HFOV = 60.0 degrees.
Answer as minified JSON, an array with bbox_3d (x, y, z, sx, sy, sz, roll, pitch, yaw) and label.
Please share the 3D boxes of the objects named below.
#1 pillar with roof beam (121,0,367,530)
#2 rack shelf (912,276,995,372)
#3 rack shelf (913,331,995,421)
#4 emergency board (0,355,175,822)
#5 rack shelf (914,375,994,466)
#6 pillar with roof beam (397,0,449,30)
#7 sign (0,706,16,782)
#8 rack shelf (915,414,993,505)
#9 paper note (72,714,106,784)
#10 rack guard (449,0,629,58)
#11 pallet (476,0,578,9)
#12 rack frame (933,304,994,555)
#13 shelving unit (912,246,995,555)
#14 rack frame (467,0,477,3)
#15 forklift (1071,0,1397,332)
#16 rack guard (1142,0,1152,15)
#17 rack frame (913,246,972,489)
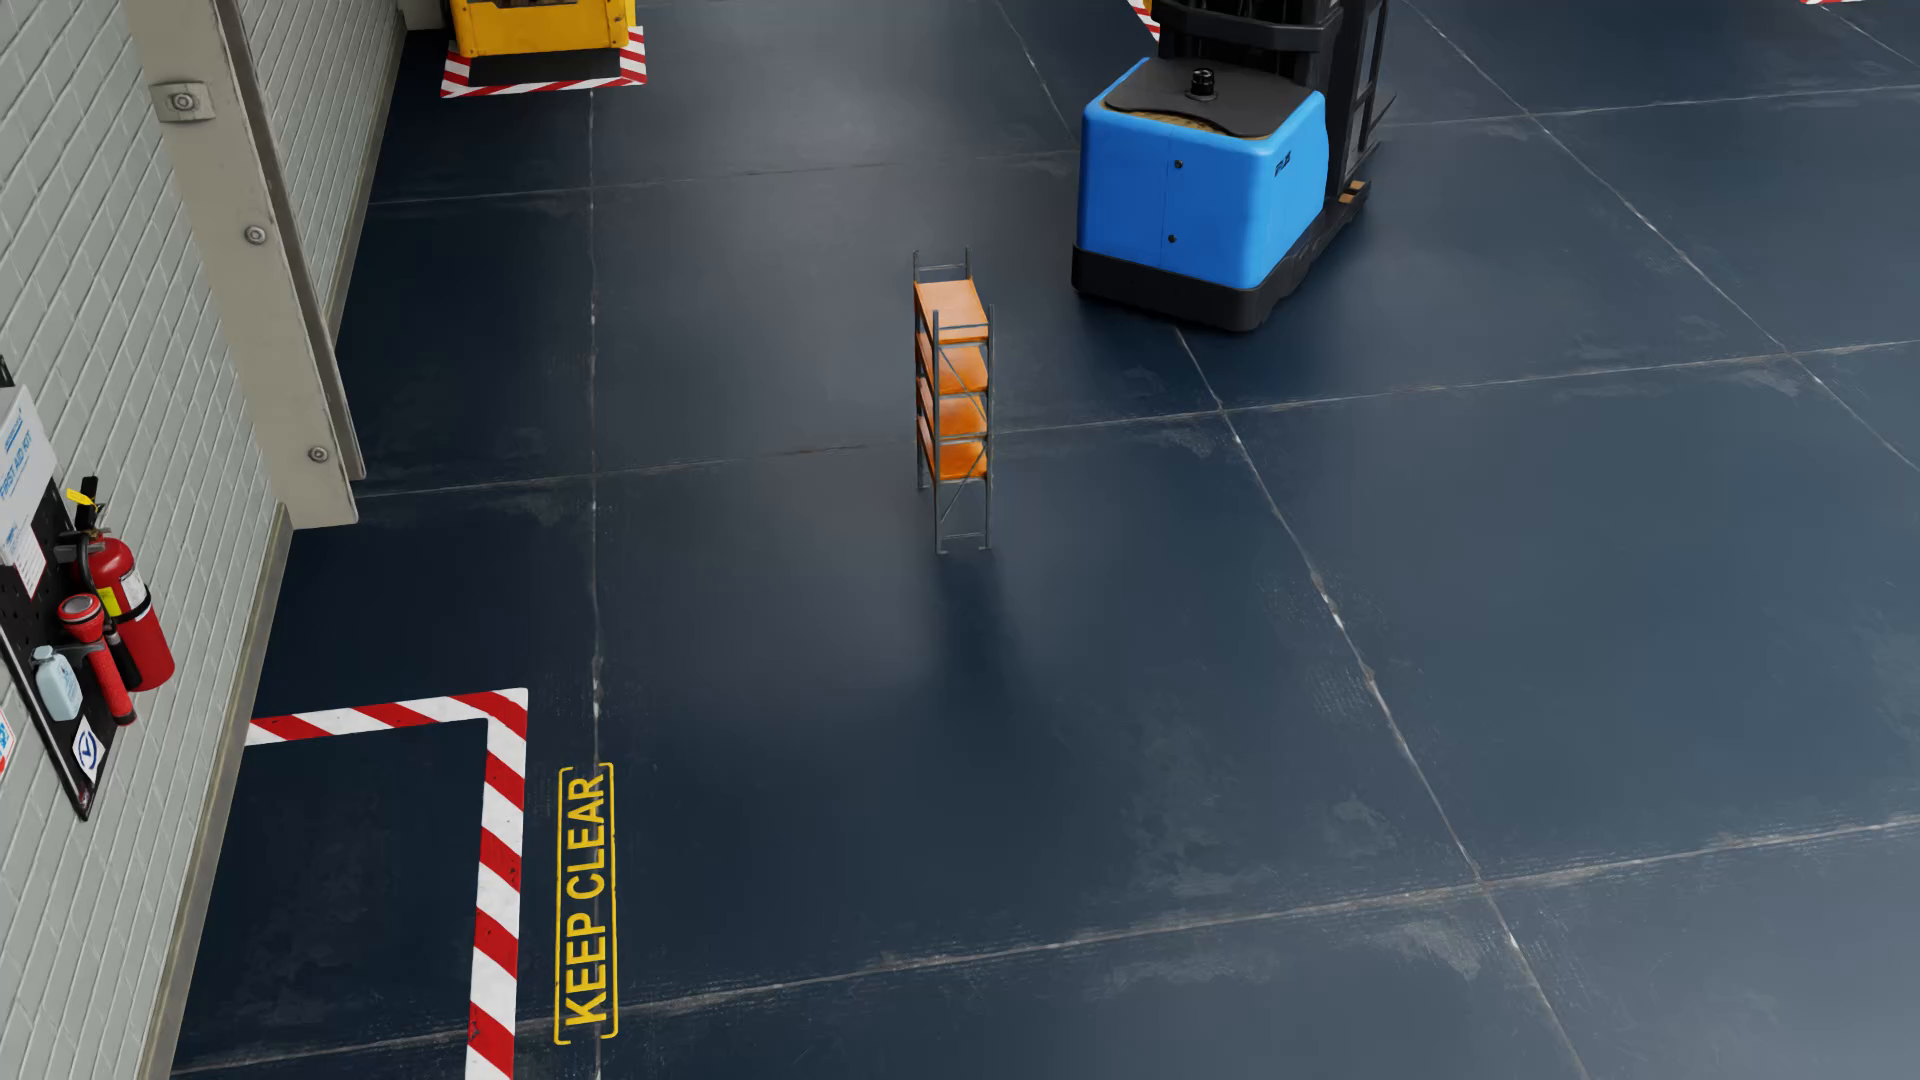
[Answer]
[{"bbox_3d":[1.390,-4.194,5.314,9.100,9.000,0.400,-6,38,-8],"label":"pillar with roof beam"},{"bbox_3d":[-0.029,-0.884,6.770,0.258,0.148,0.480,-6,38,-8],"label":"rack shelf"},{"bbox_3d":[-0.029,-0.697,6.915,0.258,0.148,0.480,-6,38,-8],"label":"rack shelf"},{"bbox_3d":[-2.453,0.135,4.632,0.194,1.169,0.643,-6,38,-8],"label":"emergency board"},{"bbox_3d":[-0.029,-0.521,7.052,0.258,0.148,0.480,-6,38,-8],"label":"rack shelf"},{"bbox_3d":[0.338,-7.818,9.979,9.100,9.000,0.400,-6,38,-8],"label":"pillar with roof beam"},{"bbox_3d":[-2.458,0.466,4.177,0.001,0.329,0.234,-6,38,-8],"label":"sign"},{"bbox_3d":[-0.029,-0.364,7.174,0.258,0.148,0.480,-6,38,-8],"label":"rack shelf"},{"bbox_3d":[-2.490,0.597,4.755,0.016,0.148,0.142,-6,38,-8],"label":"paper note"},{"bbox_3d":[-2.940,-3.715,11.625,1.175,0.500,0.348,-6,38,-8],"label":"rack guard"},{"bbox_3d":[-3.047,-4.096,12.350,1.003,0.211,1.213,-6,38,-8],"label":"pallet"},{"bbox_3d":[0.014,-0.426,6.821,0.240,1.200,0.015,-6,38,-8],"label":"rack frame"},{"bbox_3d":[-0.029,-0.574,7.011,0.258,1.200,0.503,-6,38,-8],"label":"shelving unit"},{"bbox_3d":[-2.926,-4.656,10.799,1.000,3.000,0.127,-6,38,-8],"label":"rack frame"},{"bbox_3d":[1.745,-3.111,8.865,1.130,2.935,3.031,19,42,22],"label":"forklift"},{"bbox_3d":[1.954,-4.190,12.236,1.175,0.500,0.348,-6,38,-8],"label":"rack guard"},{"bbox_3d":[-0.072,-0.721,7.200,0.240,1.200,0.015,-6,38,-8],"label":"rack frame"}]
